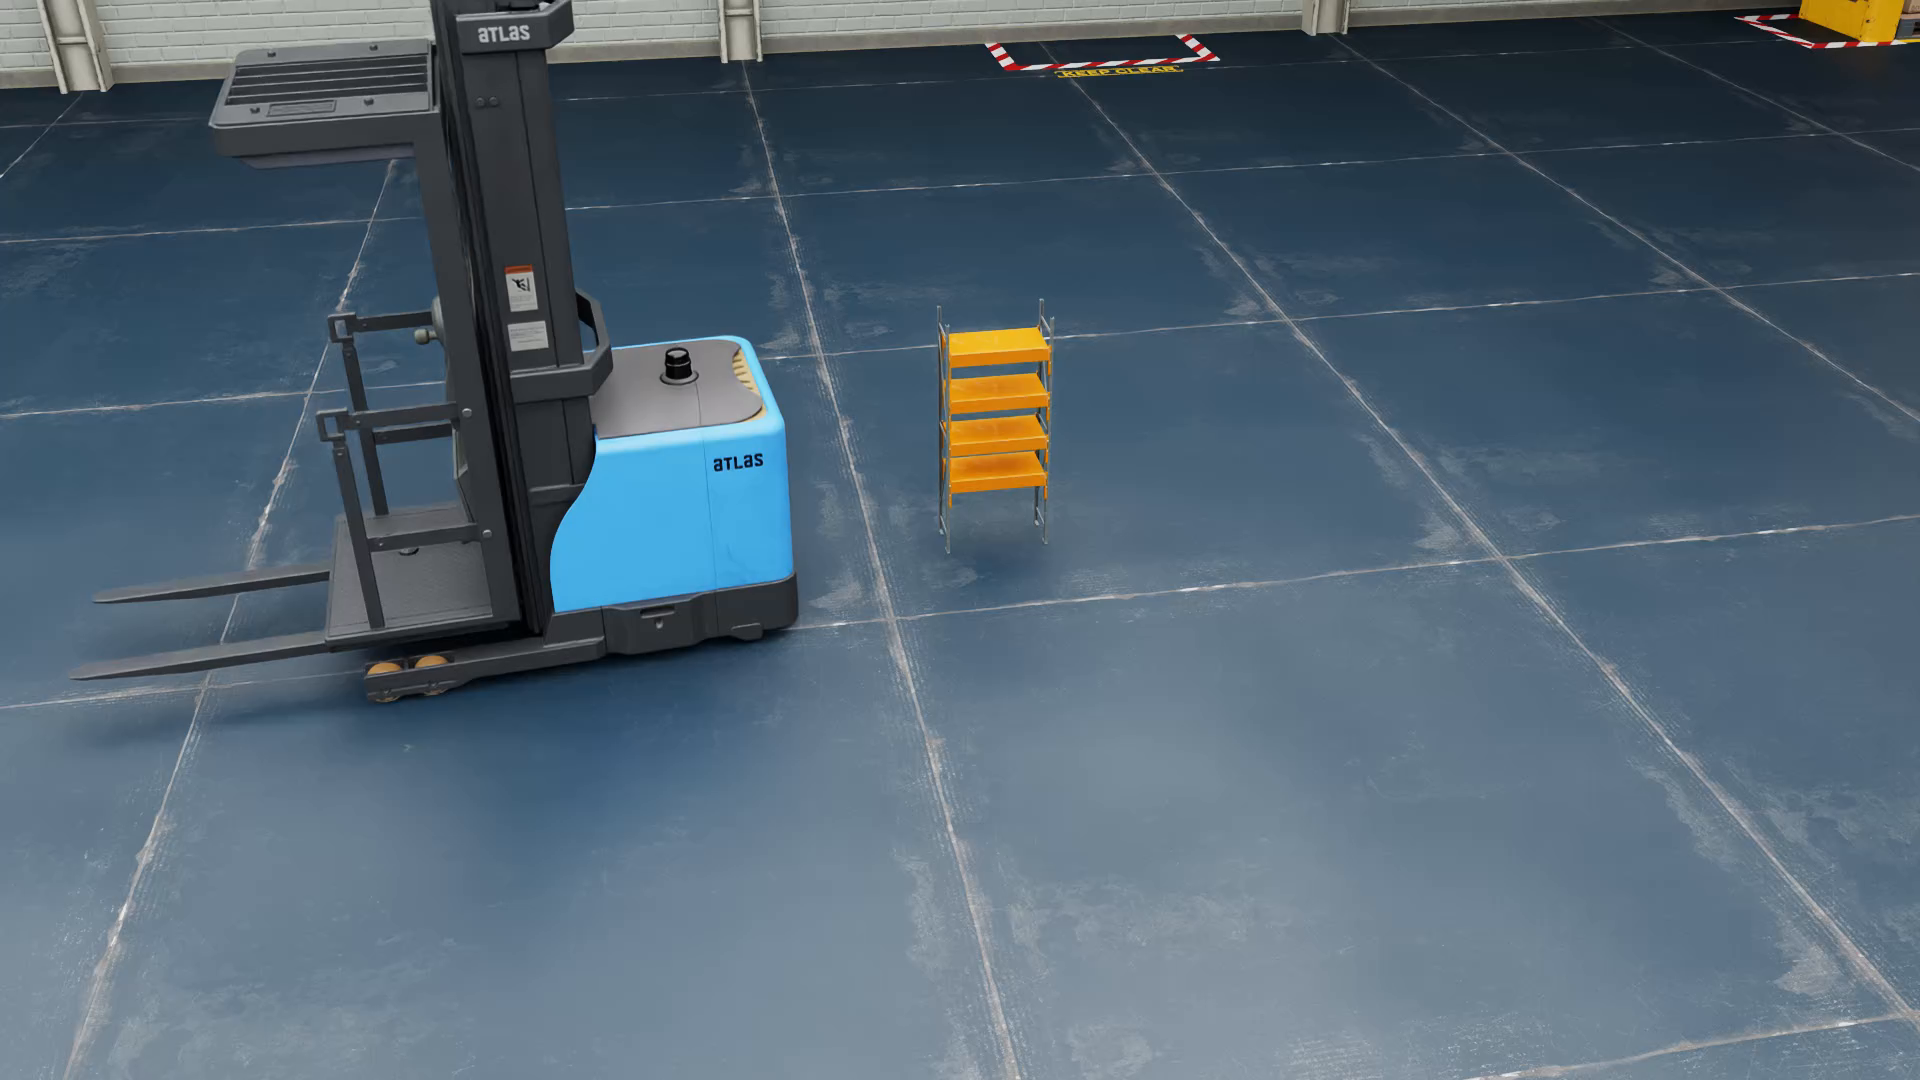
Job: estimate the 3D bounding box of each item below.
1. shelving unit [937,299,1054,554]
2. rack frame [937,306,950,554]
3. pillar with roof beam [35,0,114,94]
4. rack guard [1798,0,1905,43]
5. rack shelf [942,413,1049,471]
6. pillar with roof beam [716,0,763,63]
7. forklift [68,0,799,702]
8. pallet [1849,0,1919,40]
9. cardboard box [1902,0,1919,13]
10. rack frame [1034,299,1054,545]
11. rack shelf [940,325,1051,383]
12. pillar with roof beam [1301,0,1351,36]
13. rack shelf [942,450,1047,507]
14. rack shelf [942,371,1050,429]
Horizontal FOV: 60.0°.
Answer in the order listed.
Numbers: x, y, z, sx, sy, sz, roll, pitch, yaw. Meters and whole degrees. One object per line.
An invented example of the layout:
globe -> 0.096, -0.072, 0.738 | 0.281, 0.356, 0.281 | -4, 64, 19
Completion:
shelving unit -> 0.163, -0.532, 7.972 | 0.503, 1.200, 0.258 | -5, 31, -9
rack frame -> -0.077, -0.510, 7.934 | 0.015, 1.200, 0.240 | -5, 31, -9
pillar with roof beam -> -7.266, -5.902, 9.409 | 0.400, 9.000, 9.100 | -5, 31, -9
rack guard -> 9.206, -5.539, 17.178 | 0.348, 0.500, 1.175 | -5, 31, -9
rack shelf -> 0.163, -0.474, 8.006 | 0.480, 0.148, 0.258 | -5, 31, -9
pillar with roof beam -> -1.364, -6.449, 10.340 | 0.400, 9.000, 9.100 | -5, 31, -9
forklift -> -2.305, -0.872, 6.841 | 3.031, 2.935, 1.130 | -8, 31, -13
pallet -> 10.011, -5.471, 17.347 | 1.213, 0.211, 1.003 | -5, 31, -9
cardboard box -> 9.828, -5.659, 17.133 | 0.500, 0.311, 0.500 | -9, 32, -15
rack frame -> 0.403, -0.555, 8.009 | 0.015, 1.200, 0.240 | -5, 31, -9
rack shelf -> 0.163, -0.871, 7.772 | 0.480, 0.148, 0.258 | -5, 31, -9
pillar with roof beam -> 4.537, -6.997, 11.272 | 0.400, 9.000, 9.100 | -5, 31, -9
rack shelf -> 0.163, -0.303, 8.106 | 0.480, 0.148, 0.258 | -5, 31, -9
rack shelf -> 0.163, -0.667, 7.892 | 0.480, 0.148, 0.258 | -5, 31, -9
